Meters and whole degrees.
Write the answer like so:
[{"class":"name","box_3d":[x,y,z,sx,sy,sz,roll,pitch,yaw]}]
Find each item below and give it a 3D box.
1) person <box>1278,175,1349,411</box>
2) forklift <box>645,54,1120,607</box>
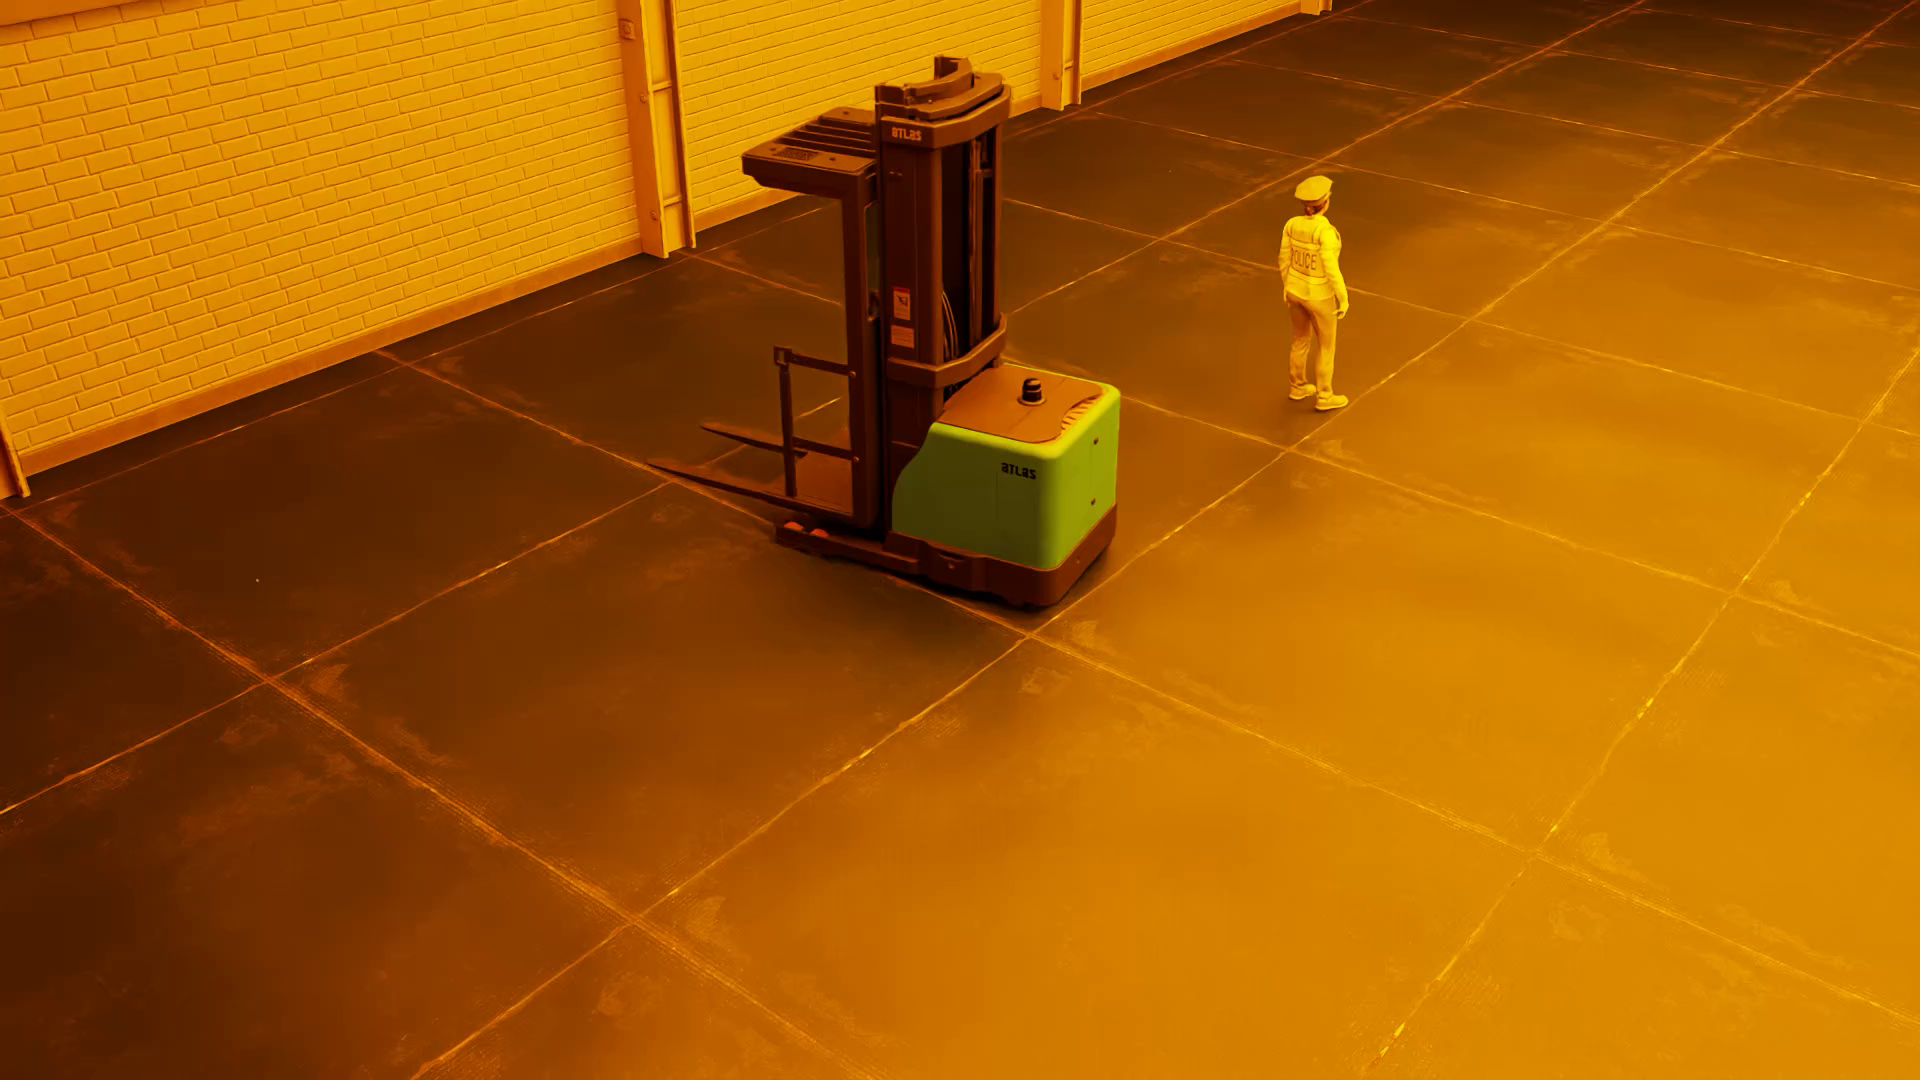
[{"class":"person","box_3d":[2.535,-1.753,11.833,0.467,1.708,0.571,-21,36,-31]},{"class":"forklift","box_3d":[-0.576,-1.386,9.966,3.031,2.935,1.130,15,33,23]}]
